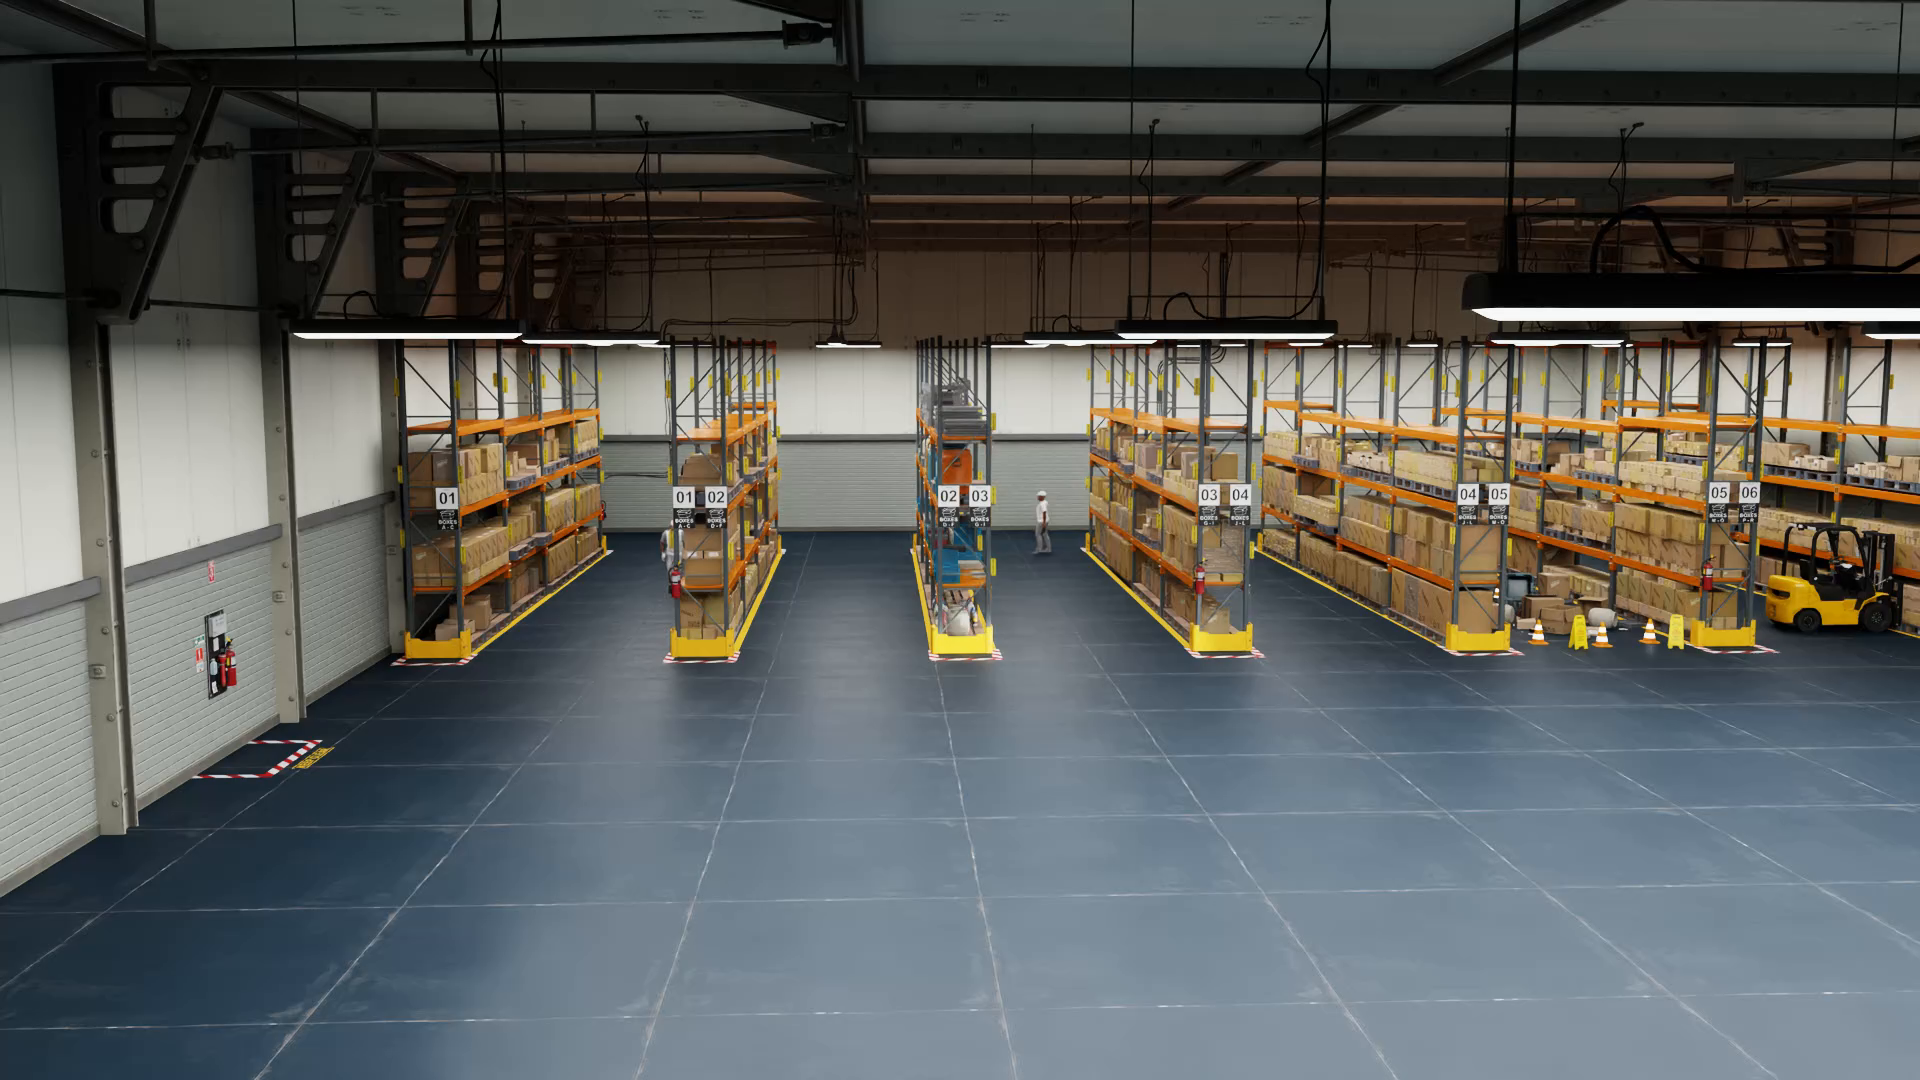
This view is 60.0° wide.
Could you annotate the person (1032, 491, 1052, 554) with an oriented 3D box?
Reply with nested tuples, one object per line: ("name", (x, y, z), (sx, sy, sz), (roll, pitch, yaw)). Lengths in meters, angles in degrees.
("person", (2.329, -0.494, 47.177), (0.594, 1.802, 0.621), (2, 7, 14))

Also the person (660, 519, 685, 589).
("person", (-6.850, 0.345, 39.837), (0.655, 1.743, 0.651), (-1, 7, -9))
